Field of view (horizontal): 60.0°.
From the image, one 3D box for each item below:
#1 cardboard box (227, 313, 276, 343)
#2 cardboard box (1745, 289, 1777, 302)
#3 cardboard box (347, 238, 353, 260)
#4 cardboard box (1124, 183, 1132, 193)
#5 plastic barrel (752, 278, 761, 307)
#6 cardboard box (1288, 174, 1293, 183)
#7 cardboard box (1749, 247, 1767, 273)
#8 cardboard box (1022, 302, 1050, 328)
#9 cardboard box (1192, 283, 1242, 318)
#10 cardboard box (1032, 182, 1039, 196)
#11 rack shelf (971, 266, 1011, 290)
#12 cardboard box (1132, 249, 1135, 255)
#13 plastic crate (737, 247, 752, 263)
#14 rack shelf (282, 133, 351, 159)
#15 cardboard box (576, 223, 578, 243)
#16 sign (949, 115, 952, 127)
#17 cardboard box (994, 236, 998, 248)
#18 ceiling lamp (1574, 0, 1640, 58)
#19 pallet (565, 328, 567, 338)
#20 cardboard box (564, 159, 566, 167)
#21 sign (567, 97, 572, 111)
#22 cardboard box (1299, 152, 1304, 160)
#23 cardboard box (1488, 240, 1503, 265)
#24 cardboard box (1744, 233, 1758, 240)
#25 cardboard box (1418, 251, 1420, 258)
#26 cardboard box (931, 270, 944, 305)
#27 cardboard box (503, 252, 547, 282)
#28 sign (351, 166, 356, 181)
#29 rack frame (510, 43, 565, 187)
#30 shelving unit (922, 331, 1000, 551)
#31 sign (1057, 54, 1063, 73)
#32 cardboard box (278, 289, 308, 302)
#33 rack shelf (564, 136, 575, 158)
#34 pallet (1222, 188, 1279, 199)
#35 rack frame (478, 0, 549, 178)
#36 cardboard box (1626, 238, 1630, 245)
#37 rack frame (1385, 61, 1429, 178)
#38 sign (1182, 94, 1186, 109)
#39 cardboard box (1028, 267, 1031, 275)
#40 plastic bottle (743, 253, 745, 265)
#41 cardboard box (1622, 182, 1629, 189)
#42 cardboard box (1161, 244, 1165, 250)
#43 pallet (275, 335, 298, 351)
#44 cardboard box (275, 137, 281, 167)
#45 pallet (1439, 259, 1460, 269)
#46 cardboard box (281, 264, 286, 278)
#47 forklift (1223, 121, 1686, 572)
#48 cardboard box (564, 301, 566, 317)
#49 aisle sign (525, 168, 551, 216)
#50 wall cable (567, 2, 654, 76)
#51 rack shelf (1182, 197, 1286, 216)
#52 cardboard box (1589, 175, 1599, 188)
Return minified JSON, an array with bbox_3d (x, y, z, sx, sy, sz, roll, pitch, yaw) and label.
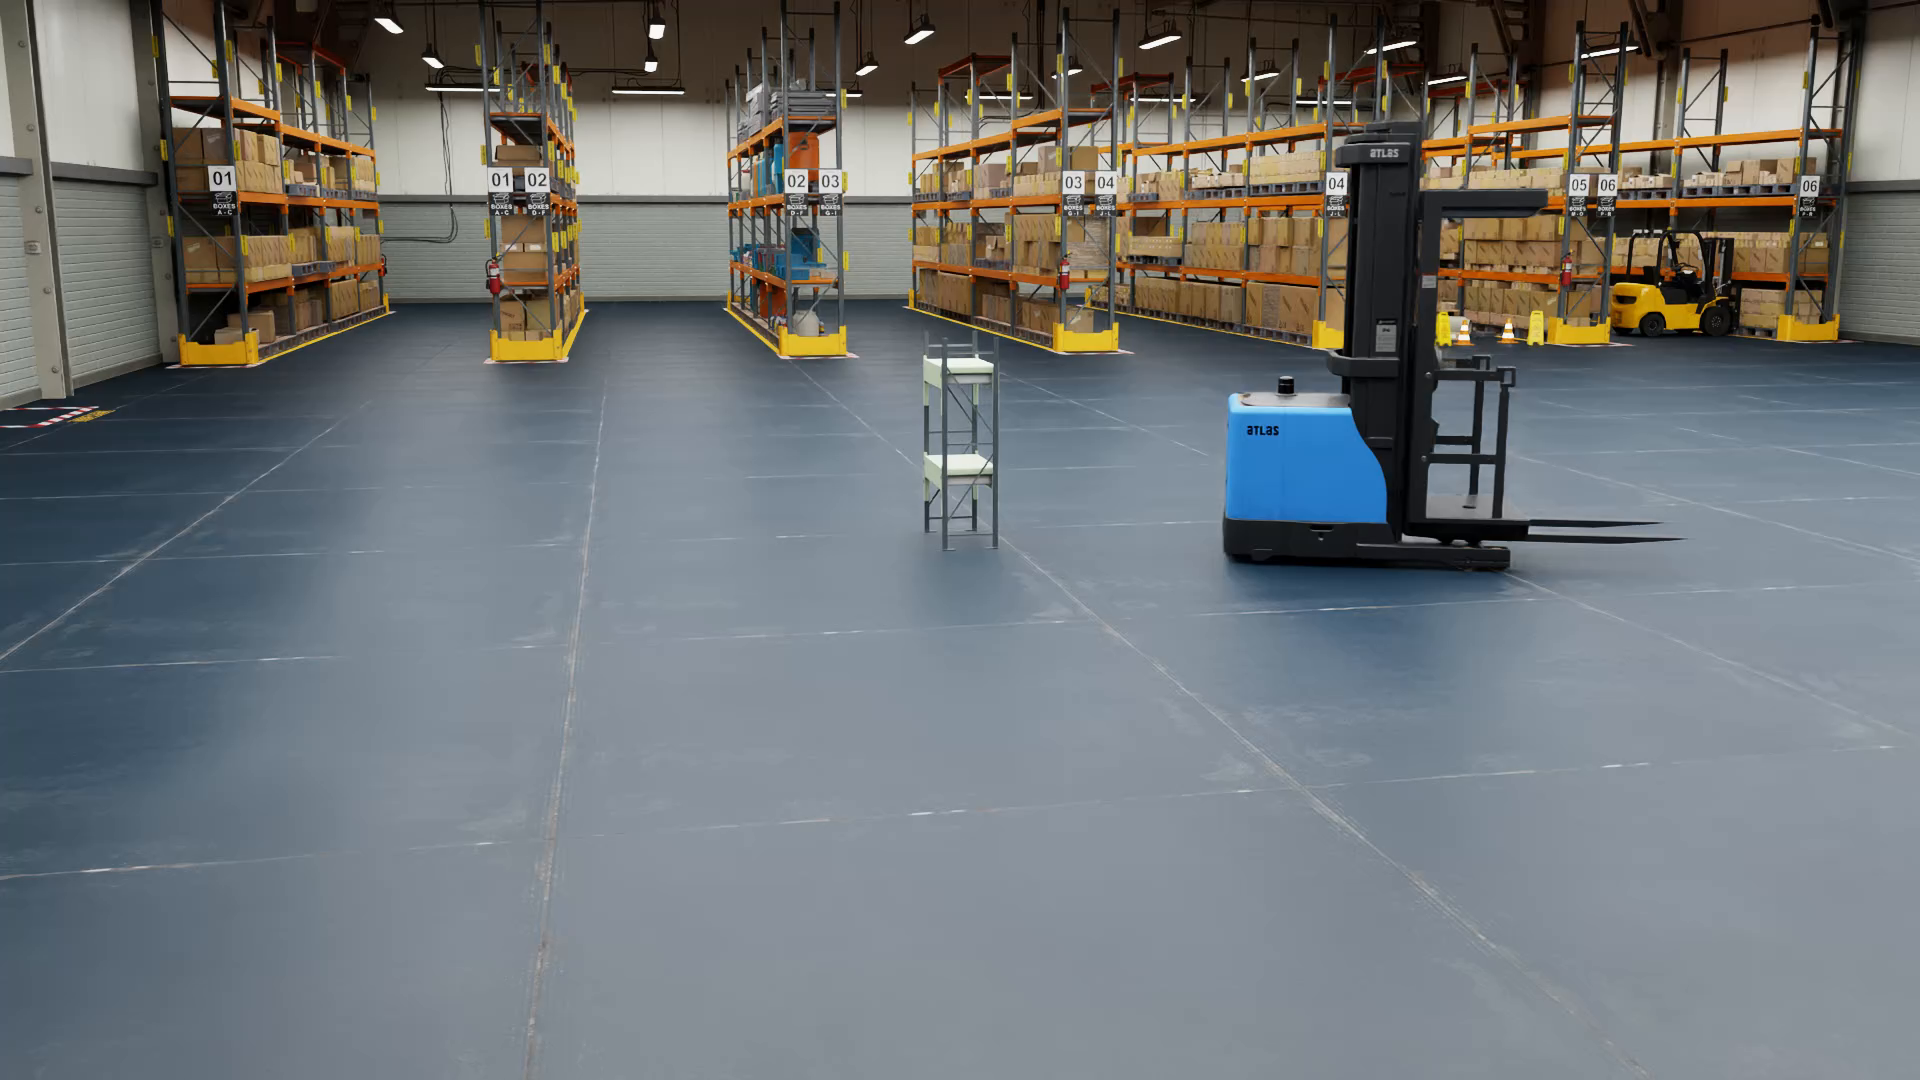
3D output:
[{"bbox_3d":[-12.516,-3.749,29.380,0.700,0.500,0.500,-3,11,-15],"label":"cardboard box"},{"bbox_3d":[16.399,-4.985,33.922,0.500,0.250,0.500,-2,11,-10],"label":"cardboard box"},{"bbox_3d":[-14.153,-6.627,37.876,0.500,0.500,0.500,-2,11,-11],"label":"cardboard box"},{"bbox_3d":[4.523,-9.014,42.574,0.500,0.250,0.500,-3,11,-14],"label":"cardboard box"},{"bbox_3d":[-4.655,-5.896,39.641,0.600,0.901,0.708,-2,11,-11],"label":"plastic barrel"},{"bbox_3d":[6.552,-6.979,32.102,0.380,0.149,0.250,-2,11,-11],"label":"cardboard box"},{"bbox_3d":[16.455,-5.697,33.839,0.500,0.500,0.500,-2,11,-9],"label":"cardboard box"},{"bbox_3d":[1.571,-4.567,33.733,0.500,0.500,0.500,-2,11,-13],"label":"cardboard box"},{"bbox_3d":[5.843,-5.385,37.362,1.050,0.750,0.750,-2,11,-10],"label":"cardboard box"},{"bbox_3d":[1.673,-6.687,31.687,0.500,0.250,0.500,-2,11,-12],"label":"cardboard box"},{"bbox_3d":[1.144,-5.677,35.926,1.077,0.370,4.000,-2,11,-11],"label":"rack shelf"},{"bbox_3d":[4.547,-7.236,41.742,0.380,0.149,0.250,-2,11,-10],"label":"cardboard box"},{"bbox_3d":[-5.307,-7.046,41.075,0.392,0.384,0.575,-2,11,-11],"label":"plastic crate"},{"bbox_3d":[-14.210,-8.621,36.418,1.077,0.370,4.000,-2,11,-11],"label":"rack shelf"},{"bbox_3d":[-9.858,-7.692,41.646,0.500,0.500,0.500,-2,11,-9],"label":"cardboard box"},{"bbox_3d":[-0.266,-11.327,44.929,0.100,0.325,0.005,-2,11,-11],"label":"sign"},{"bbox_3d":[1.106,-6.457,36.706,0.700,0.500,0.500,0,11,-3],"label":"cardboard box"},{"bbox_3d":[13.993,-11.915,35.117,0.800,3.185,2.000,-2,11,-11],"label":"ceiling lamp"},{"bbox_3d":[-8.607,-4.292,34.184,1.003,0.211,1.213,-2,11,-11],"label":"pallet"},{"bbox_3d":[-9.831,-8.970,40.338,0.700,0.500,0.500,-2,11,-11],"label":"cardboard box"},{"bbox_3d":[-9.198,-10.277,39.200,0.100,0.325,0.005,-2,11,-11],"label":"sign"},{"bbox_3d":[6.648,-7.279,31.544,0.380,0.149,0.250,-2,11,-10],"label":"cardboard box"},{"bbox_3d":[11.271,-5.945,34.345,0.500,0.500,0.500,-2,11,-11],"label":"cardboard box"},{"bbox_3d":[16.332,-6.227,34.092,0.380,0.149,0.250,-2,11,-10],"label":"cardboard box"},{"bbox_3d":[10.623,-6.476,37.749,0.380,0.149,0.250,-2,11,-9],"label":"cardboard box"},{"bbox_3d":[-0.248,-6.583,43.319,0.875,0.875,0.875,-2,11,-11],"label":"cardboard box"},{"bbox_3d":[-7.485,-4.706,28.631,0.700,0.500,0.500,-2,11,-11],"label":"cardboard box"},{"bbox_3d":[-14.069,-8.494,38.556,0.100,0.325,0.005,-2,11,-11],"label":"sign"},{"bbox_3d":[-8.963,-8.985,35.336,1.000,3.000,0.127,-2,11,-11],"label":"rack frame"},{"bbox_3d":[0.001,-0.736,12.050,0.431,1.500,0.755,-2,11,-11],"label":"shelving unit"},{"bbox_3d":[1.762,-8.398,29.328,0.100,0.325,0.005,-2,11,-11],"label":"sign"},{"bbox_3d":[-13.581,-4.977,33.824,0.500,0.250,0.500,-2,11,-10],"label":"cardboard box"},{"bbox_3d":[-10.130,-9.730,41.185,1.077,0.370,4.000,-2,11,-11],"label":"rack shelf"},{"bbox_3d":[6.191,-7.372,35.394,0.805,0.209,1.217,-3,11,-13],"label":"pallet"},{"bbox_3d":[-7.407,-7.518,27.627,1.000,3.000,0.127,-2,11,-11],"label":"rack frame"},{"bbox_3d":[15.560,-6.861,38.220,0.380,0.149,0.250,-2,11,-11],"label":"cardboard box"},{"bbox_3d":[10.476,-9.705,39.119,1.000,3.000,0.127,-2,11,-11],"label":"rack frame"},{"bbox_3d":[5.109,-9.983,37.868,0.100,0.325,0.005,-2,11,-11],"label":"sign"},{"bbox_3d":[1.547,-5.262,32.491,0.380,0.149,0.250,-2,11,-11],"label":"cardboard box"},{"bbox_3d":[-5.203,-6.786,40.142,0.061,0.283,0.133,-2,11,-11],"label":"plastic bottle"},{"bbox_3d":[15.460,-8.143,38.216,0.380,0.149,0.250,-2,11,-12],"label":"cardboard box"},{"bbox_3d":[4.990,-6.959,39.492,0.380,0.149,0.250,-2,11,-10],"label":"cardboard box"},{"bbox_3d":[-12.878,-3.632,30.713,1.003,0.211,1.213,-2,11,-11],"label":"pallet"},{"bbox_3d":[-12.680,-7.065,30.276,0.500,0.500,0.500,-3,11,-16],"label":"cardboard box"},{"bbox_3d":[11.248,-6.076,36.607,1.003,0.211,1.213,-2,11,-11],"label":"pallet"},{"bbox_3d":[-12.565,-4.892,30.225,0.500,0.250,0.500,-2,11,-11],"label":"cardboard box"},{"bbox_3d":[3.372,-1.331,11.351,3.031,2.935,1.130,2,11,8],"label":"forklift"},{"bbox_3d":[-8.113,-4.612,33.137,0.500,0.311,0.500,-2,11,-12],"label":"cardboard box"},{"bbox_3d":[-7.094,-5.847,27.940,0.394,0.787,0.004,-2,11,-11],"label":"aisle sign"},{"bbox_3d":[-10.438,-14.723,48.114,3.097,2.526,0.112,-2,11,-11],"label":"wall cable"},{"bbox_3d":[6.029,-7.313,36.496,1.077,0.370,4.000,-2,11,-11],"label":"rack shelf"},{"bbox_3d":[12.195,-6.939,32.212,0.500,0.250,0.500,-2,11,-12],"label":"cardboard box"}]
